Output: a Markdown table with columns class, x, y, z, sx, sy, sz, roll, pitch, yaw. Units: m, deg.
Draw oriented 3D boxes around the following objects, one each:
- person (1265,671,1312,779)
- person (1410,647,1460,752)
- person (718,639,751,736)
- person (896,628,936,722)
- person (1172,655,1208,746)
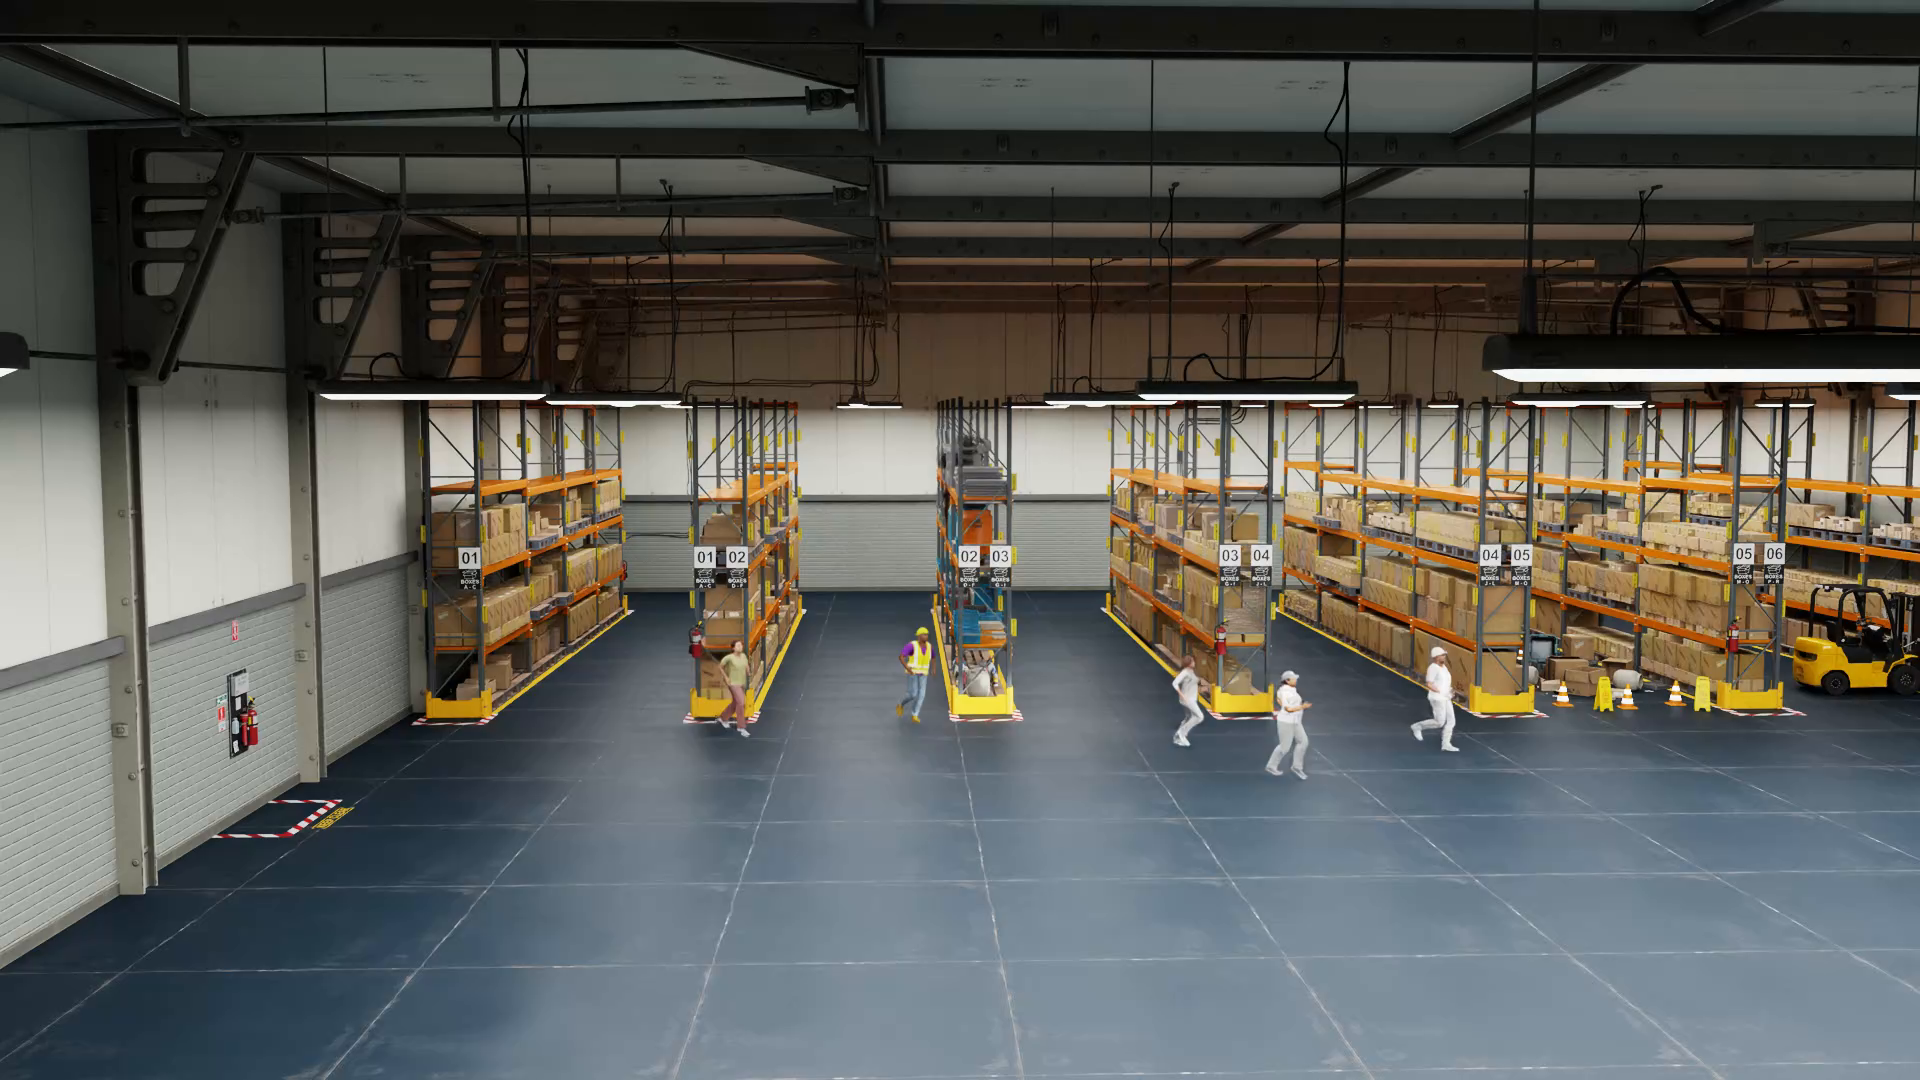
| class | x | y | z | sx | sy | sz | roll | pitch | yaw |
| --- | --- | --- | --- | --- | --- | --- | --- | --- | --- |
| person | 5.133 | 2.892 | 25.938 | 0.708 | 1.719 | 0.585 | 2 | 5 | 23 |
| person | 8.061 | 2.679 | 28.107 | 0.821 | 1.753 | 0.689 | 3 | 5 | 35 |
| person | -4.005 | 2.604 | 29.592 | 0.819 | 1.710 | 0.570 | 3 | 6 | 38 |
| person | -0.769 | 2.482 | 30.959 | 0.751 | 1.728 | 0.655 | -3 | 5 | -32 |
| person | 3.926 | 2.749 | 28.325 | 0.596 | 1.548 | 0.515 | 2 | 5 | 20 |
